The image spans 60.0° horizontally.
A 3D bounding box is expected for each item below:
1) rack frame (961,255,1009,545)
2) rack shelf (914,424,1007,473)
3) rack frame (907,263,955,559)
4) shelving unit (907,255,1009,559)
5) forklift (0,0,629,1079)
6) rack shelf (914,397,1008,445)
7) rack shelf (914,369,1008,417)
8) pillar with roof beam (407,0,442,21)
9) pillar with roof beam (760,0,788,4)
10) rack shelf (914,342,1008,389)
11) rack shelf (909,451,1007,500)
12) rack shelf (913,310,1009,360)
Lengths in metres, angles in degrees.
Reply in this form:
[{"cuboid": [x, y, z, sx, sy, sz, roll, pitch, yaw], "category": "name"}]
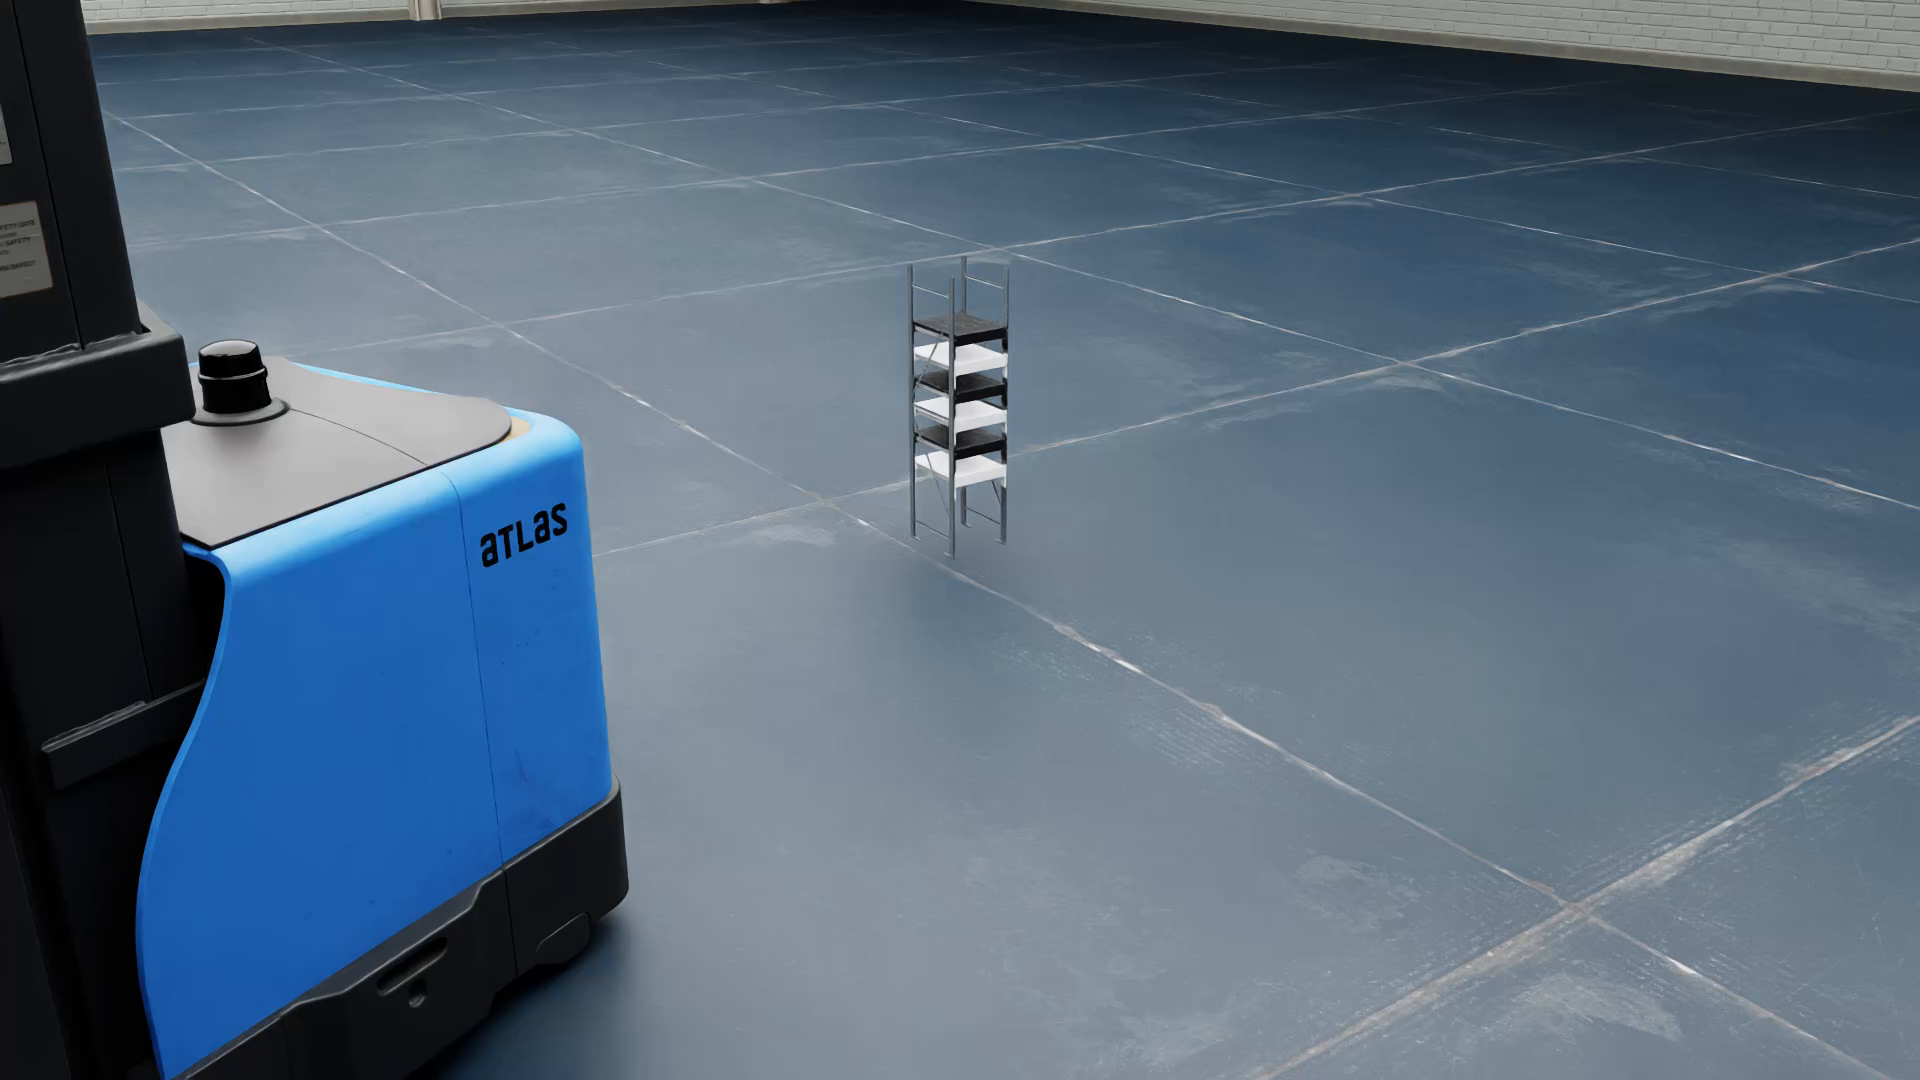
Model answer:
[{"cuboid": [0.076, -0.438, 5.280, 0.006, 0.900, 0.240, -15, 26, -33], "category": "rack frame"}, {"cuboid": [-0.007, -0.302, 5.271, 0.200, 0.077, 0.258, -15, 26, -33], "category": "rack shelf"}, {"cuboid": [-0.089, -0.394, 5.170, 0.006, 0.900, 0.240, -15, 26, -33], "category": "rack frame"}, {"cuboid": [-0.007, -0.416, 5.225, 0.210, 0.900, 0.258, -15, 26, -33], "category": "shelving unit"}, {"cuboid": [-1.868, -0.208, 1.962, 1.130, 2.935, 3.031, 13, 25, 29], "category": "forklift"}, {"cuboid": [-0.007, -0.385, 5.238, 0.200, 0.077, 0.258, -15, 26, -33], "category": "rack shelf"}, {"cuboid": [-0.007, -0.469, 5.204, 0.200, 0.077, 0.258, -15, 26, -33], "category": "rack shelf"}, {"cuboid": [-5.535, -10.730, 20.145, 0.400, 9.000, 9.100, -15, 26, -33], "category": "pillar with roof beam"}, {"cuboid": [-0.664, -12.029, 23.400, 0.400, 9.000, 9.100, -15, 26, -33], "category": "pillar with roof beam"}, {"cuboid": [-0.007, -0.552, 5.171, 0.200, 0.077, 0.258, -15, 26, -33], "category": "rack shelf"}, {"cuboid": [-0.007, -0.218, 5.304, 0.200, 0.077, 0.258, -15, 26, -33], "category": "rack shelf"}, {"cuboid": [-0.007, -0.636, 5.137, 0.200, 0.077, 0.258, -15, 26, -33], "category": "rack shelf"}]
